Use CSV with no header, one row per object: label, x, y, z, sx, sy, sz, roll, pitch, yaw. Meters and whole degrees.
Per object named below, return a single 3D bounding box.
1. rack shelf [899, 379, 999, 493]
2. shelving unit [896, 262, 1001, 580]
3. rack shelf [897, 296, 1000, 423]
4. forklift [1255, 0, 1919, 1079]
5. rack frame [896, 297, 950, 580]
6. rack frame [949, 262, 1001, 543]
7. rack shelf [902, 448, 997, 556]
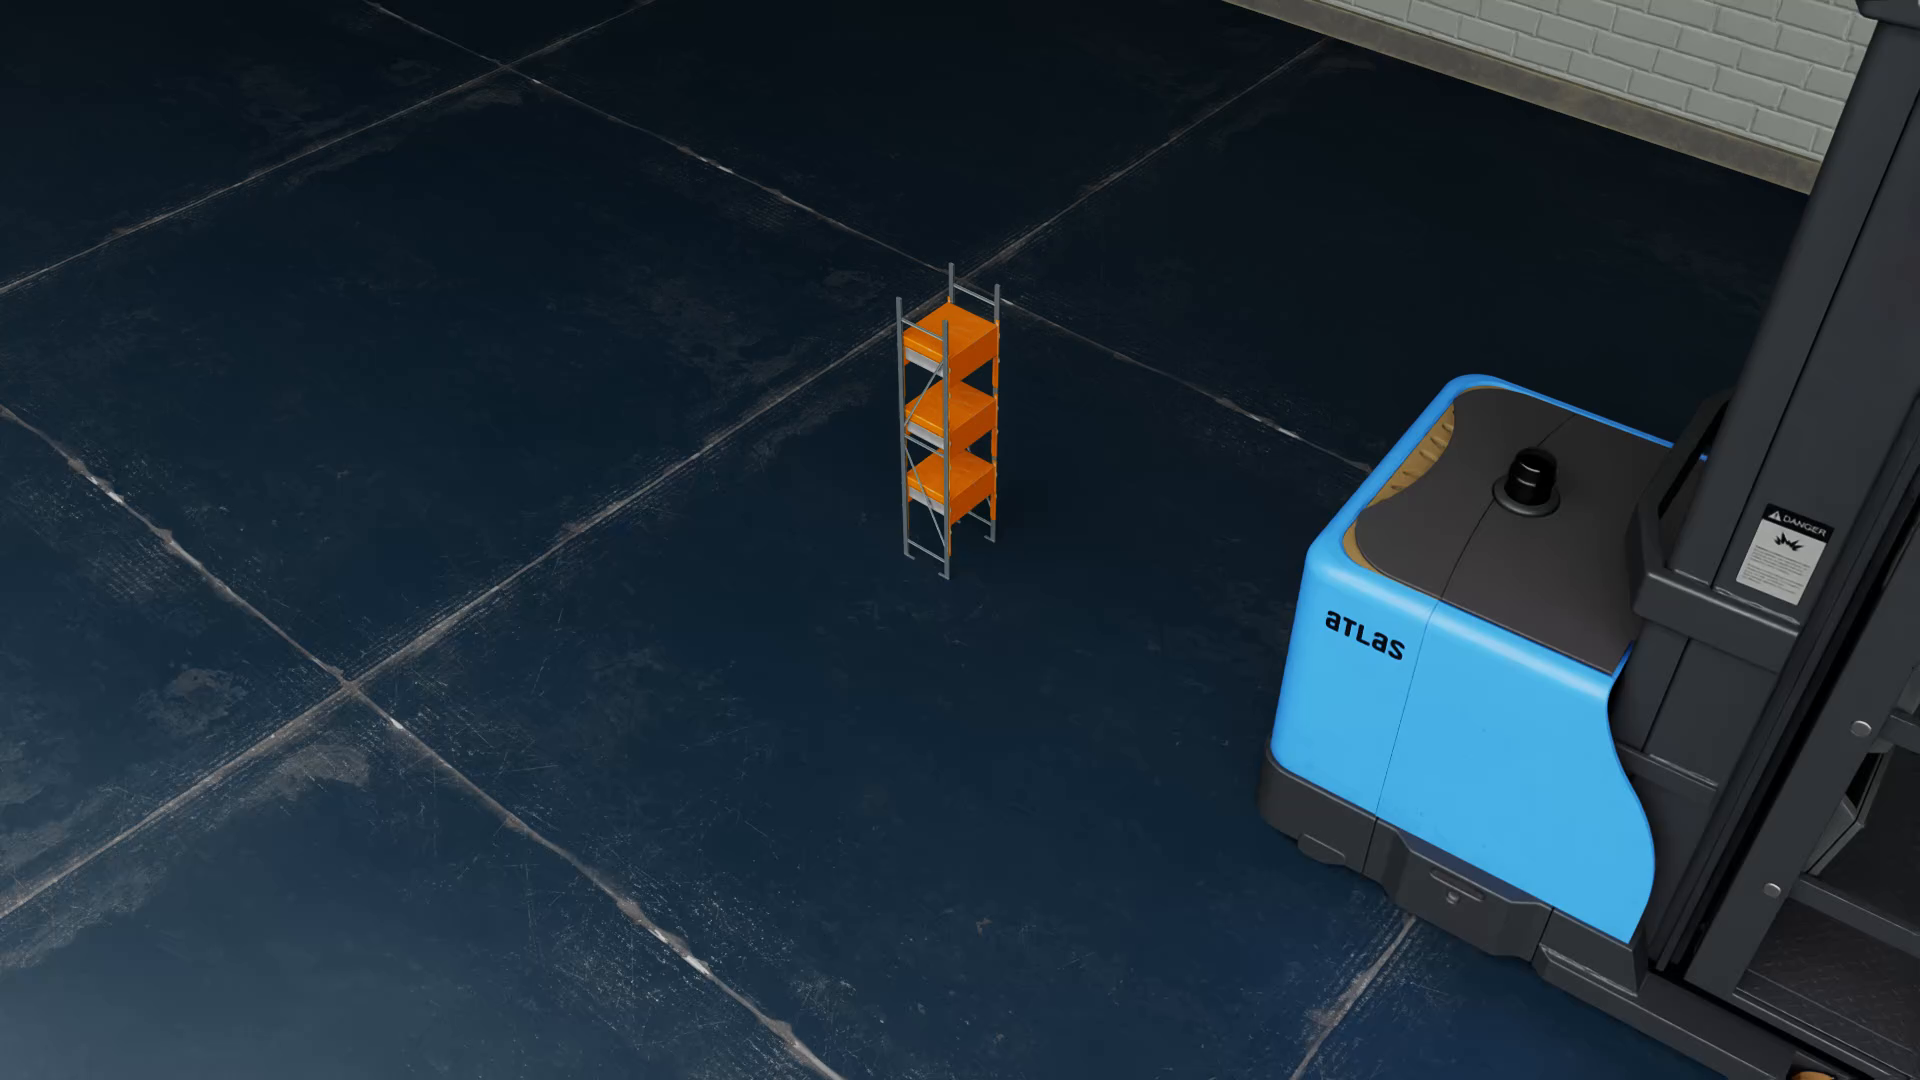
rack shelf,-0.034,-0.353,5.374,0.215,0.259,0.240,29,50,28
shelving unit,-0.034,-0.361,5.367,0.215,1.050,0.252,29,50,28
rack shelf,-0.034,-0.563,5.183,0.215,0.259,0.240,29,50,28
forklift,2.343,0.062,3.504,3.031,2.935,1.130,26,48,26
rack frame,-0.113,-0.298,5.297,0.200,1.050,0.008,29,50,28
rack frame,0.044,-0.424,5.436,0.200,1.050,0.008,29,50,28
rack shelf,-0.034,-0.147,5.561,0.215,0.259,0.240,29,50,28
